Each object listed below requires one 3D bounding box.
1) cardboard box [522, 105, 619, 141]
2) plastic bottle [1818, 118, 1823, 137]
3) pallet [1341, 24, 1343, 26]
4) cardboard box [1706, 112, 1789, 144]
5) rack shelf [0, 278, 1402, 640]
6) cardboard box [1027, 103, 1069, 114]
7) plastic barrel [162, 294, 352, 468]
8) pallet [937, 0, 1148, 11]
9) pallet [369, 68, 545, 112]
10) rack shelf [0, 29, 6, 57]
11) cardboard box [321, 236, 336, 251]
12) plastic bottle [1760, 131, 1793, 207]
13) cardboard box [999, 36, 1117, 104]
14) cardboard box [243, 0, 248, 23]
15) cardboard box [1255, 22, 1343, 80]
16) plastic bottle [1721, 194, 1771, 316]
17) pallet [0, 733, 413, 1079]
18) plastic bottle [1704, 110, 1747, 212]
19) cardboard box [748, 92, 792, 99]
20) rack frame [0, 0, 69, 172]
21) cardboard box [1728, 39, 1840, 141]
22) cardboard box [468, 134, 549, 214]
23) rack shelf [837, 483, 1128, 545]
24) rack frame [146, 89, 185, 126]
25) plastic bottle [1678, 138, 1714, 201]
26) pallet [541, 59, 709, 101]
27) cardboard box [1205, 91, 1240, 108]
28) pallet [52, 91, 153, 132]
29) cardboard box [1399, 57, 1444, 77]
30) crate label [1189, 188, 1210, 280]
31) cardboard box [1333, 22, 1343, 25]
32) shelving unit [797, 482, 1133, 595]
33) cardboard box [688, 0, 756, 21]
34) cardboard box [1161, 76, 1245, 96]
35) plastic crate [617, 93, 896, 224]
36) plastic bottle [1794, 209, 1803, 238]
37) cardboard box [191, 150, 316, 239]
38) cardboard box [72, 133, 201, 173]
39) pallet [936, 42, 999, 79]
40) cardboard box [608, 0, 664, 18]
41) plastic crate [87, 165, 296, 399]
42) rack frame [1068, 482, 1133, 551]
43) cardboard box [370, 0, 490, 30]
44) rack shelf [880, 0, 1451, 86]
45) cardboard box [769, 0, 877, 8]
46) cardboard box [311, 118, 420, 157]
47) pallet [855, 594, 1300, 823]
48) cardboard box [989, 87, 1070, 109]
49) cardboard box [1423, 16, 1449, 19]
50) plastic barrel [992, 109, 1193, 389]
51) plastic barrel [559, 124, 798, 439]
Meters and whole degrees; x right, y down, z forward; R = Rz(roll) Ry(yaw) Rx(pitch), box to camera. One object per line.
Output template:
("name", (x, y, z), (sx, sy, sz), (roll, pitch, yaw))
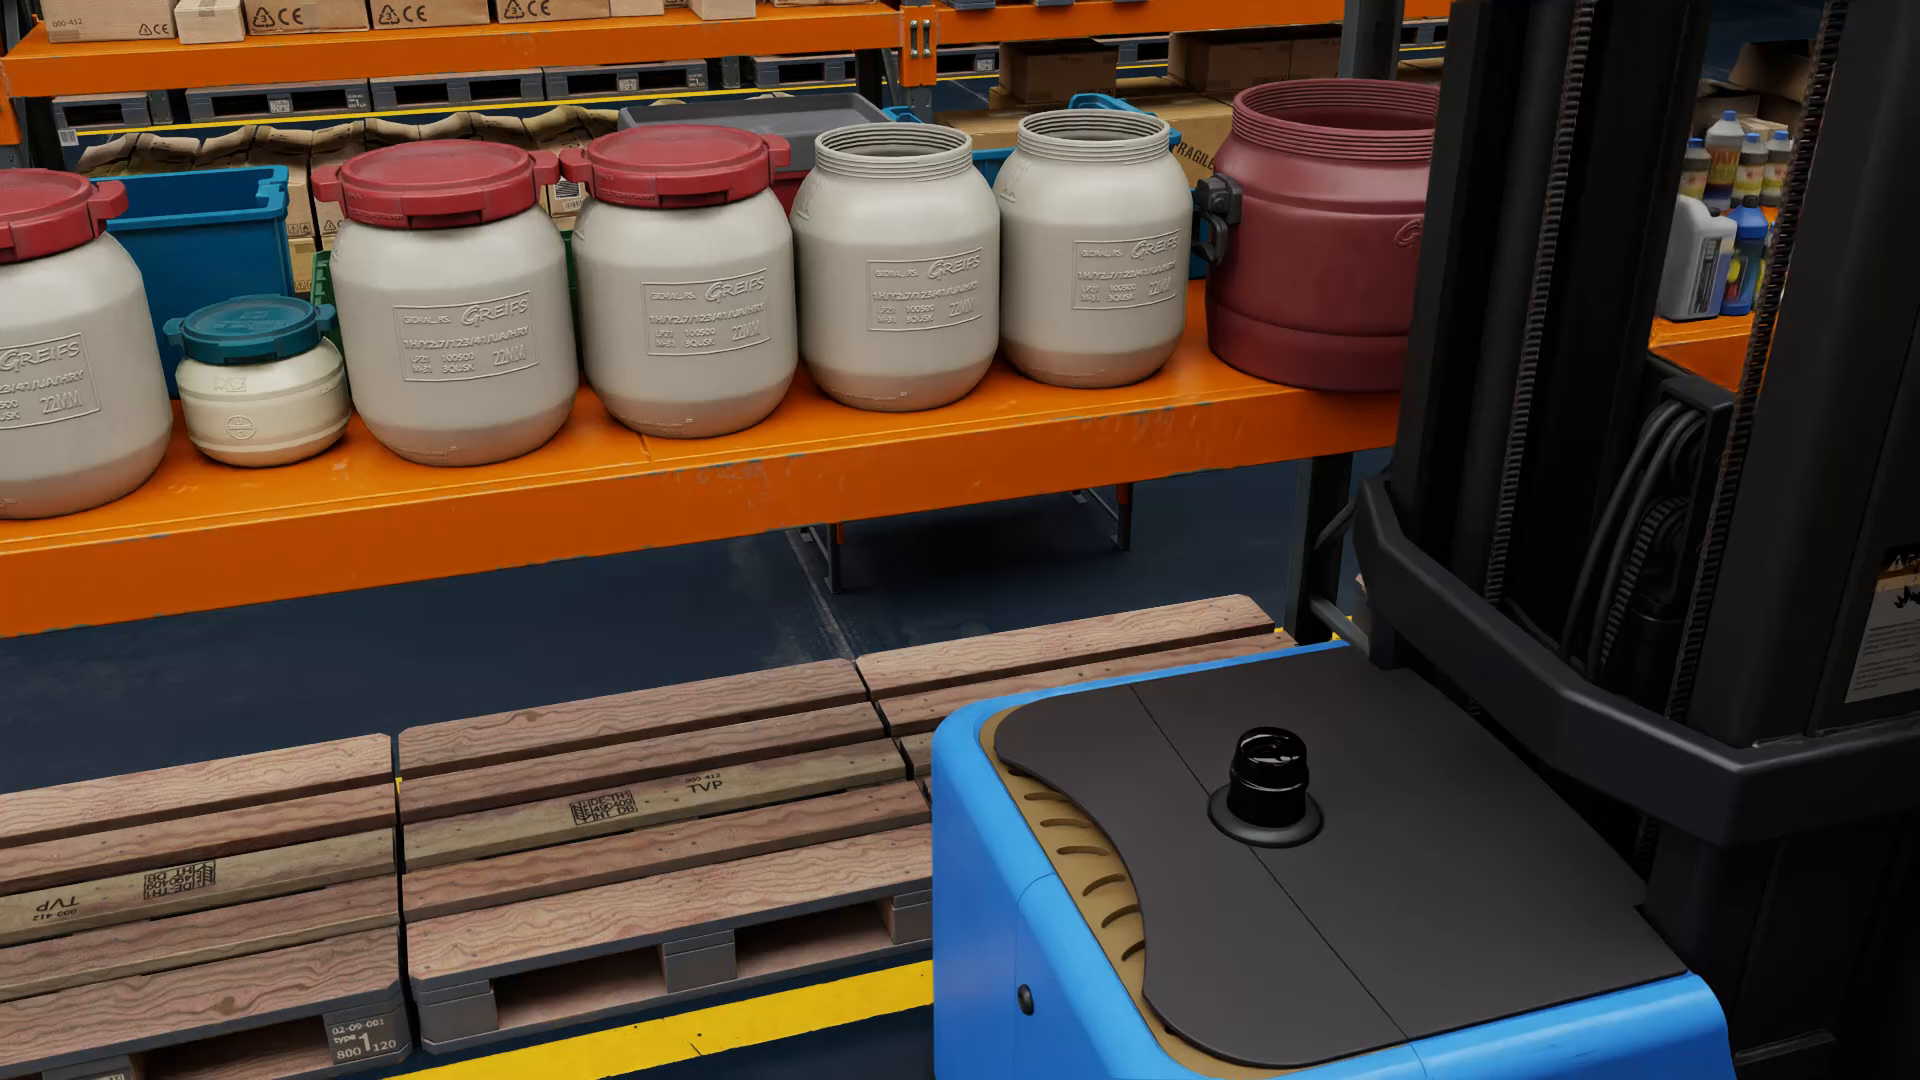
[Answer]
("cardboard box", (-1.919, -2.004, 8.403), (0.500, 0.311, 0.500), (-9, 28, -17))
("plastic bottle", (2.522, -1.136, 4.796), (0.133, 0.283, 0.061), (-8, 28, -16))
("pallet", (2.666, -4.357, 14.288), (1.213, 0.211, 1.003), (-8, 28, -16))
("cardboard box", (4.741, -2.458, 10.019), (0.250, 0.166, 0.380), (-8, 28, -16))
("rack shelf", (-0.719, -0.197, 3.582), (4.000, 0.370, 1.077), (-8, 28, -16))
("cardboard box", (0.670, -1.983, 8.688), (0.500, 0.500, 0.500), (-9, 28, -18))
("plastic barrel", (-1.314, -0.299, 3.135), (0.301, 0.262, 0.301), (0, 26, 0))
("pallet", (0.275, -2.926, 8.487), (1.003, 0.211, 1.213), (-8, 28, -16))
("pallet", (-3.787, -3.461, 12.484), (1.213, 0.211, 1.003), (-8, 28, -16))
("rack shelf", (-6.053, -1.741, 6.692), (4.000, 0.370, 1.077), (-8, 28, -16))
("cardboard box", (-2.712, -1.388, 7.793), (0.500, 0.250, 0.500), (-9, 28, -18))
("plastic bottle", (2.326, -1.062, 4.739), (0.097, 0.201, 0.097), (0, 26, 0))
("cardboard box", (0.521, -2.540, 8.967), (0.500, 0.250, 0.500), (-7, 27, -14))
("cardboard box", (-3.372, -2.477, 7.517), (0.258, 0.266, 0.396), (-9, 28, -17))
("cardboard box", (1.970, -2.752, 9.394), (0.500, 0.250, 0.500), (-8, 28, -16))
("plastic bottle", (1.813, -0.664, 3.859), (0.097, 0.271, 0.097), (0, 26, 0))
("pallet", (-1.886, 0.881, 3.739), (1.213, 0.211, 1.003), (-8, 28, -16))
("plastic bottle", (2.140, -1.067, 4.670), (0.097, 0.271, 0.097), (0, 26, 0))
("cardboard box", (-0.936, -2.149, 8.695), (0.500, 0.311, 0.500), (-7, 27, -14))
("rack frame", (-4.151, -2.339, 7.087), (0.127, 3.000, 1.000), (-8, 28, -16))
("cardboard box", (5.241, -2.780, 10.289), (0.637, 0.503, 0.797), (-8, 28, -16))
("cardboard box", (-2.219, -1.710, 7.811), (0.500, 0.311, 0.500), (-7, 27, -15))
("rack shelf", (0.006, -0.286, 5.610), (1.000, 0.278, 0.538), (-8, 28, -16))
("rack frame", (-5.688, -4.433, 11.305), (0.127, 3.000, 1.000), (-8, 28, -16))
("plastic bottle", (2.048, -1.022, 4.658), (0.097, 0.201, 0.097), (0, 26, 0))
("pallet", (-2.629, -3.627, 12.819), (1.213, 0.211, 1.003), (-8, 28, -16))
("cardboard box", (1.643, -2.124, 8.972), (0.500, 0.500, 0.500), (-9, 28, -18))
("pallet", (-6.316, -3.076, 11.709), (1.213, 0.211, 1.003), (-8, 28, -16))
("cardboard box", (2.920, -2.554, 9.838), (0.500, 0.500, 0.500), (-10, 28, -18))
("crate label", (0.666, -0.820, 4.217), (0.416, 0.233, 0.303), (-8, 28, -16))
("cardboard box", (3.140, -4.730, 14.243), (0.500, 0.500, 0.700), (-9, 28, -17))
("shelving unit", (0.006, -0.505, 5.502), (1.048, 1.125, 0.538), (-8, 28, -16))
("cardboard box", (-1.117, -2.536, 7.768), (0.250, 0.149, 0.380), (-8, 28, -16))
("cardboard box", (1.458, -2.341, 9.408), (0.500, 0.500, 0.500), (-9, 28, -18))
("plastic crate", (-0.448, -0.730, 3.775), (0.583, 0.464, 0.402), (-8, 28, -16))
("plastic bottle", (2.021, -0.691, 3.900), (0.133, 0.283, 0.061), (-8, 28, -16))
("cardboard box", (-3.203, -1.565, 7.517), (0.500, 0.311, 0.500), (-9, 28, -17))
("cardboard box", (-3.855, -1.723, 7.837), (0.500, 0.311, 0.500), (-8, 28, -16))
("pallet", (0.046, -3.977, 13.524), (1.213, 0.211, 1.003), (-8, 28, -16))
("cardboard box", (-1.543, -2.577, 7.851), (0.250, 0.149, 0.380), (-6, 27, -12))
("plastic crate", (-1.668, -0.520, 3.442), (0.575, 0.384, 0.392), (-8, 28, -16))
("rack frame", (0.490, -0.575, 5.643), (0.032, 1.125, 0.500), (-8, 28, -16))
("cardboard box", (-2.438, -2.624, 7.549), (0.500, 0.500, 0.500), (-8, 28, -16))
("rack shelf", (1.554, -2.843, 8.912), (4.000, 0.370, 1.077), (-8, 28, -16))
("cardboard box", (-0.707, -2.818, 8.153), (0.500, 0.311, 0.500), (-7, 27, -13))
("cardboard box", (-2.887, -1.865, 8.123), (0.500, 0.311, 0.500), (-8, 28, -16))
("pallet", (0.434, 0.545, 4.415), (1.213, 0.211, 1.003), (-8, 28, -16))
("cardboard box", (0.469, -2.195, 9.114), (0.500, 0.500, 0.500), (-7, 27, -14))
("cardboard box", (4.133, -4.876, 14.538), (0.500, 0.500, 0.700), (-9, 28, -18))
("plastic barrel", (0.271, -0.613, 3.485), (0.421, 0.512, 0.421), (0, 26, 0))
("plastic barrel", (-0.534, -0.504, 3.240), (0.433, 0.535, 0.433), (0, 26, 0))
